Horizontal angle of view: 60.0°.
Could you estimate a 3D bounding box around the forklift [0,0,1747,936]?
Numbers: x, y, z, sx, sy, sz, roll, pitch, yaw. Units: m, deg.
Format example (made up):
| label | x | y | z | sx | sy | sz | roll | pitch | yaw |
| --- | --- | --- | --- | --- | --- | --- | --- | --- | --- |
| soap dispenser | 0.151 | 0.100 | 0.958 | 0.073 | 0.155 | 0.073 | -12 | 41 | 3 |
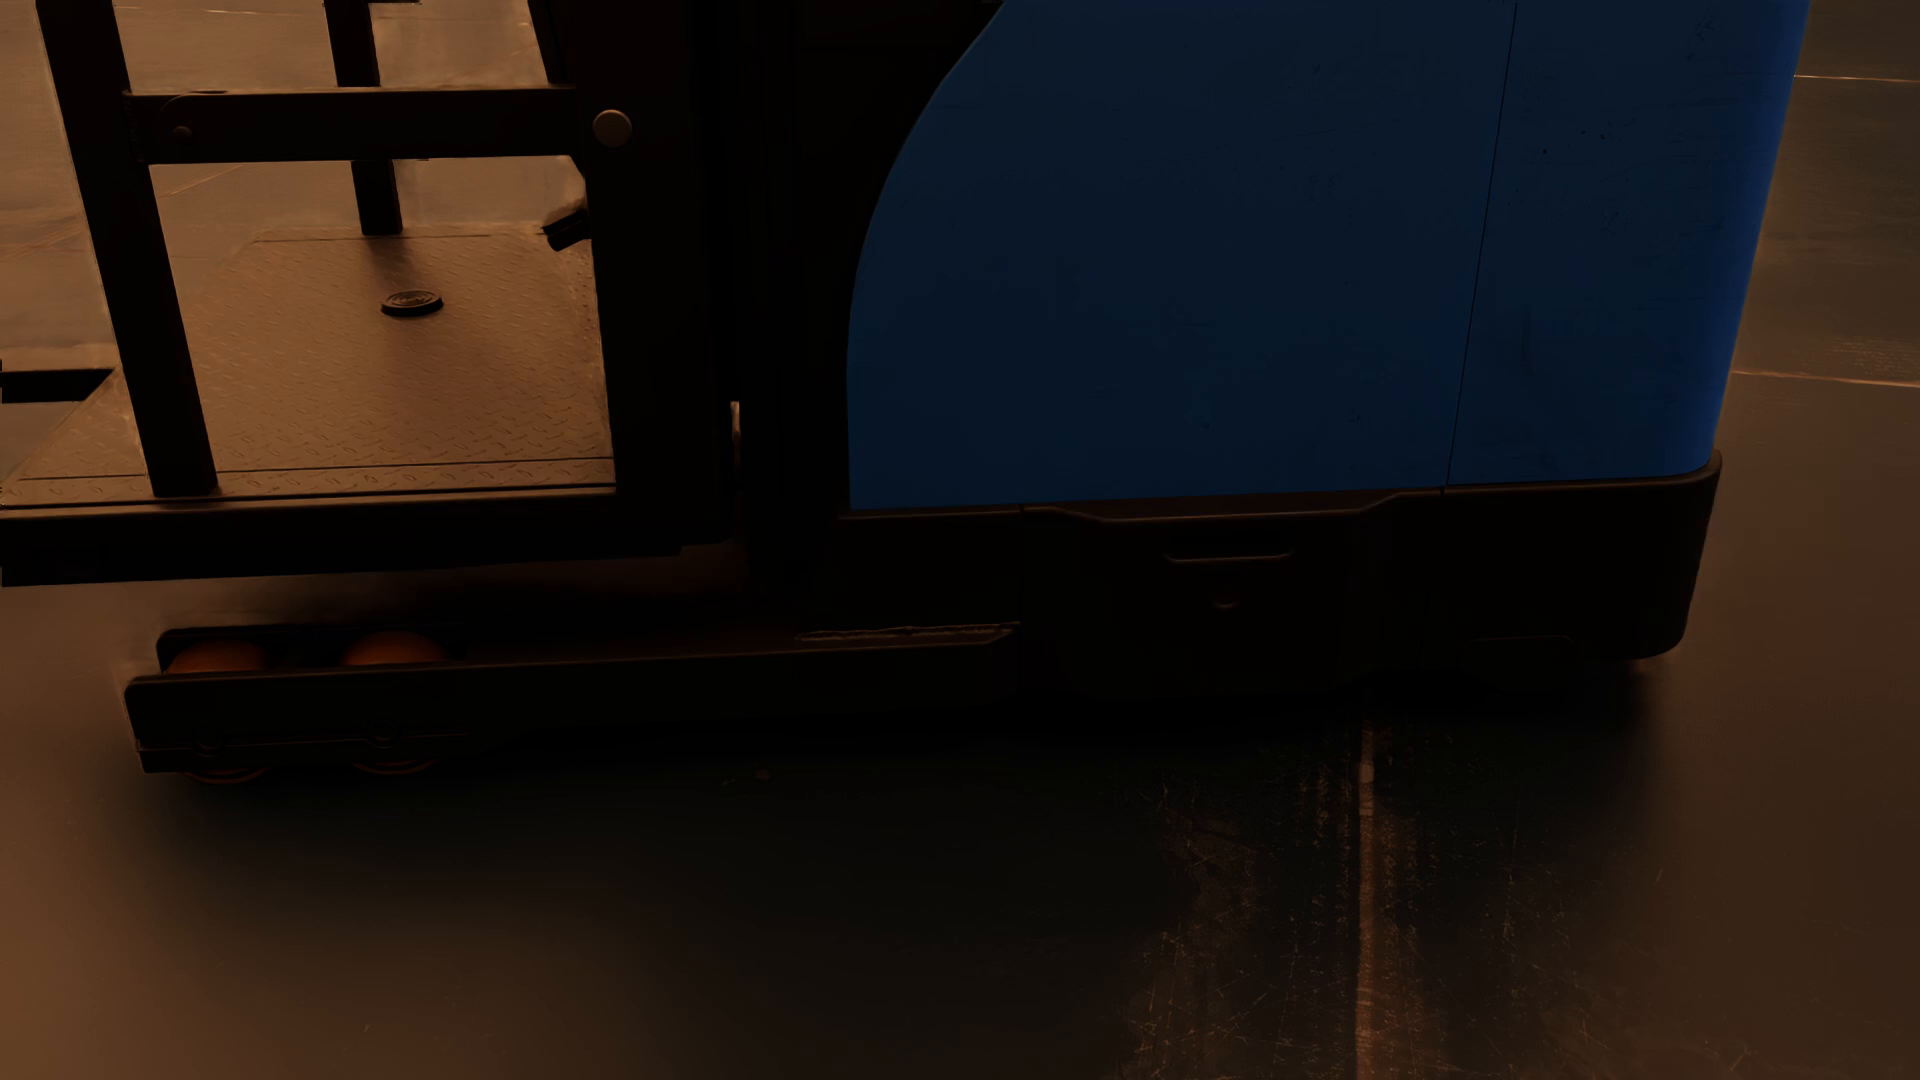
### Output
| label | x | y | z | sx | sy | sz | roll | pitch | yaw |
| --- | --- | --- | --- | --- | --- | --- | --- | --- | --- |
| forklift | -0.565 | -1.179 | 1.582 | 3.031 | 2.935 | 1.130 | -12 | 29 | -22 |
